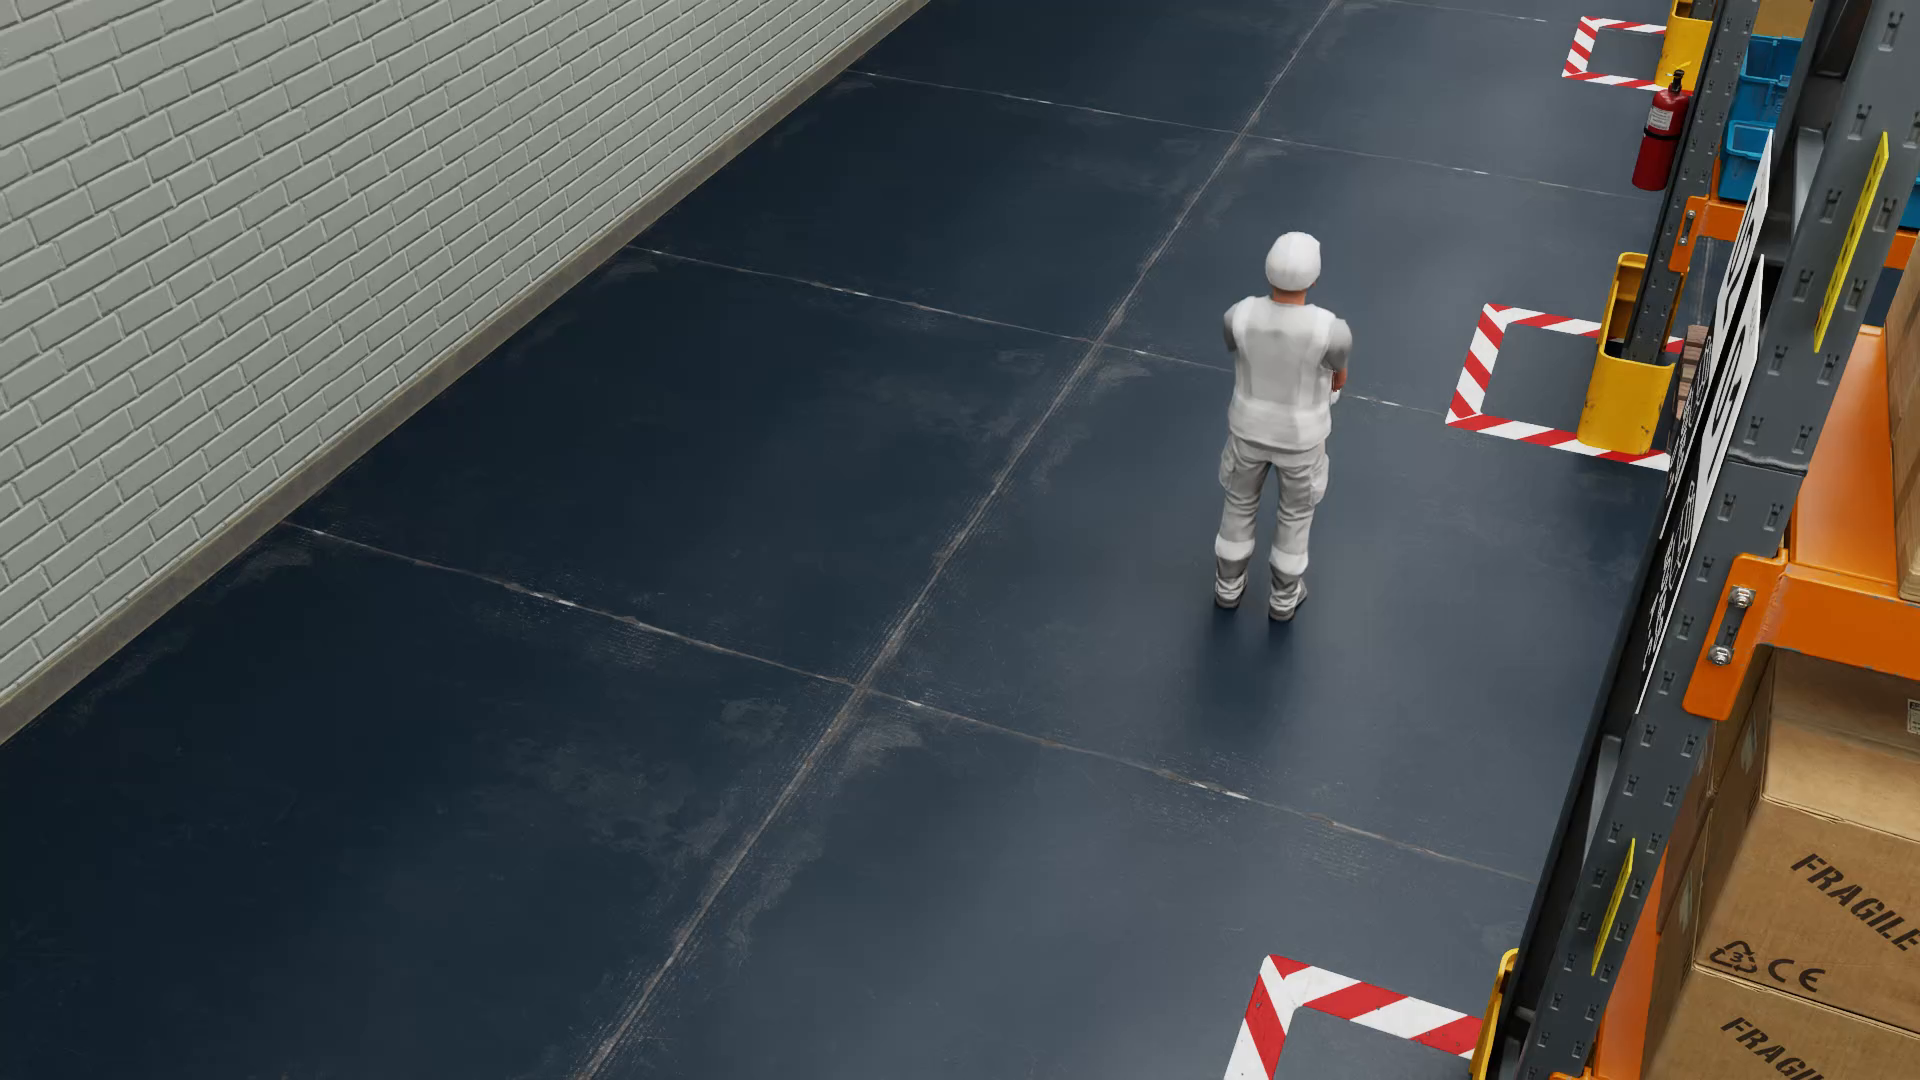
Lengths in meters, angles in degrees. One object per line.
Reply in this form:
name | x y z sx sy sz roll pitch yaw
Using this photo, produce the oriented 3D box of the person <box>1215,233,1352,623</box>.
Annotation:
person | 1.311 -0.497 6.788 0.505 1.787 0.564 14 39 18
